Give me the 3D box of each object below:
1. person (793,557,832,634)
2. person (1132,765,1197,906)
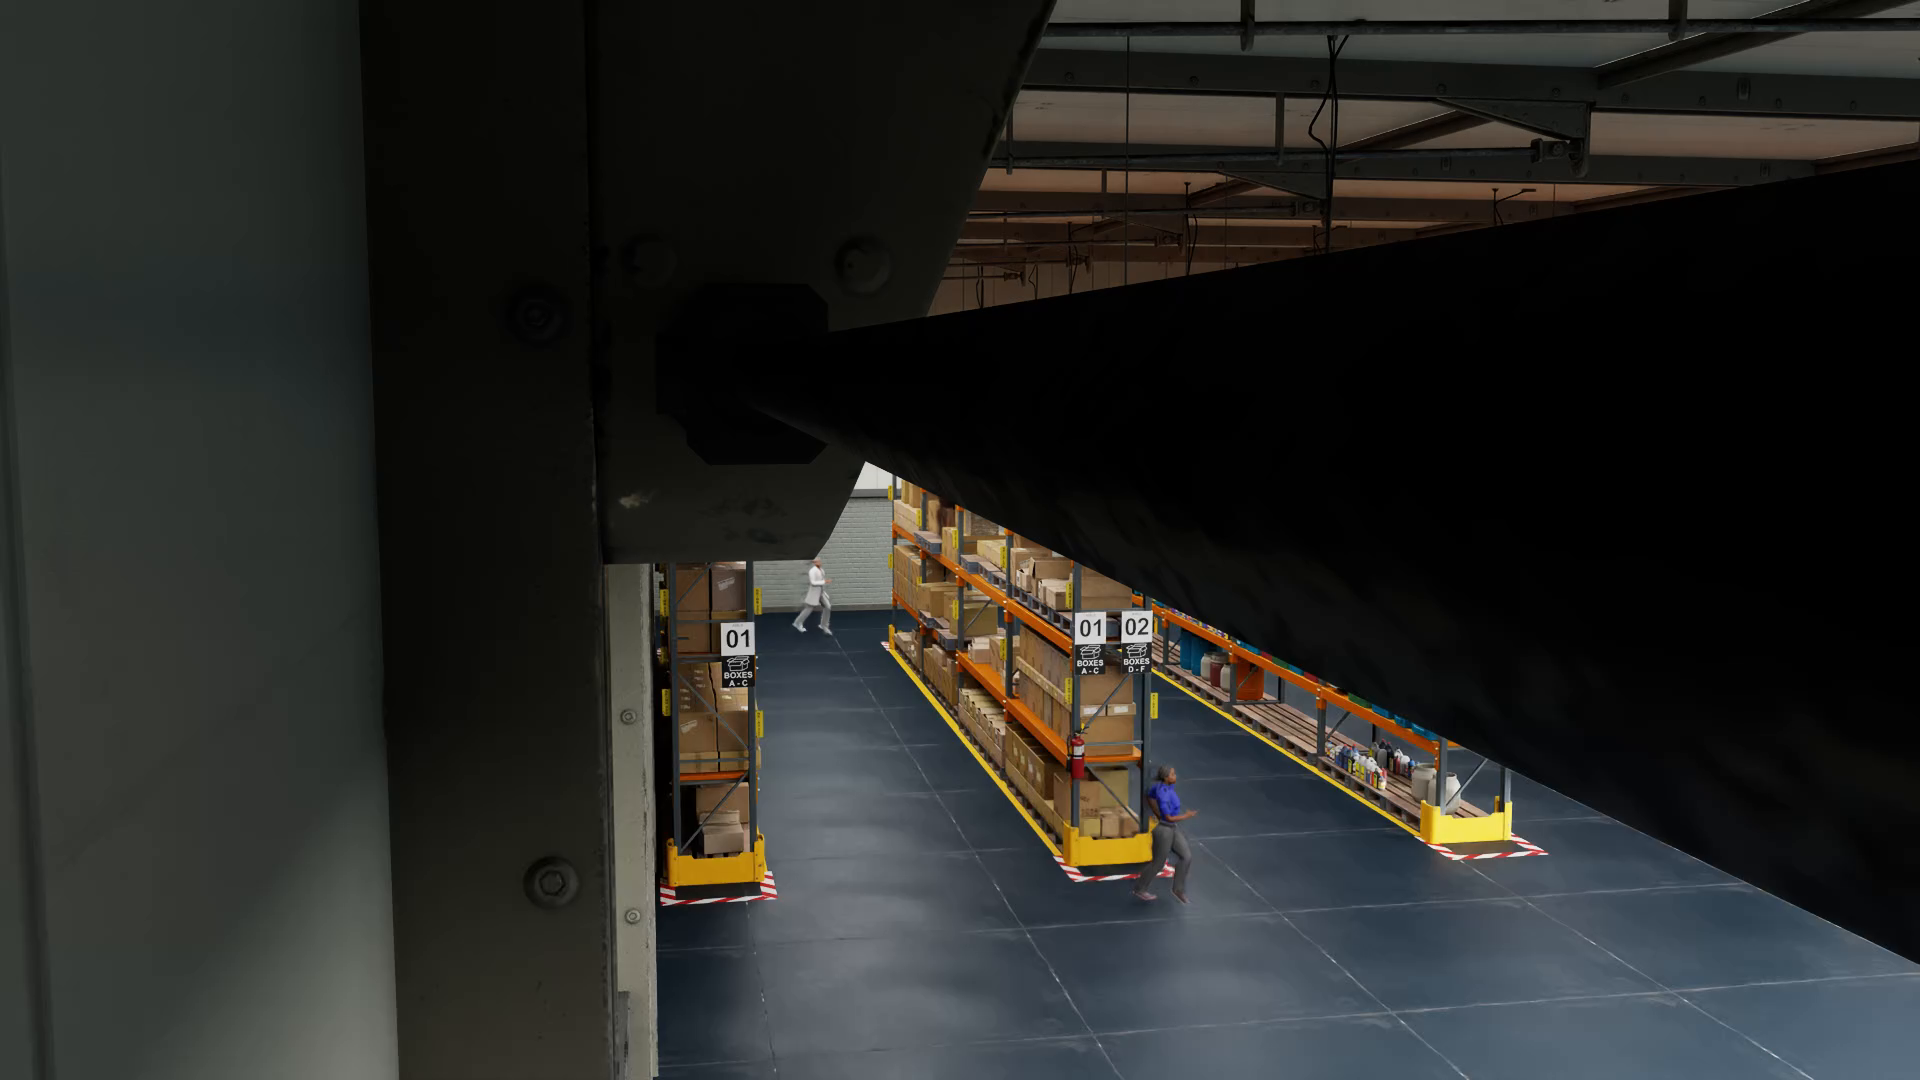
[{"bbox_3d":[-3.373,1.324,38.565,0.987,1.762,0.712,2,7,22],"label":"person"},{"bbox_3d":[2.357,3.440,19.256,0.733,1.721,0.515,2,7,20],"label":"person"}]
